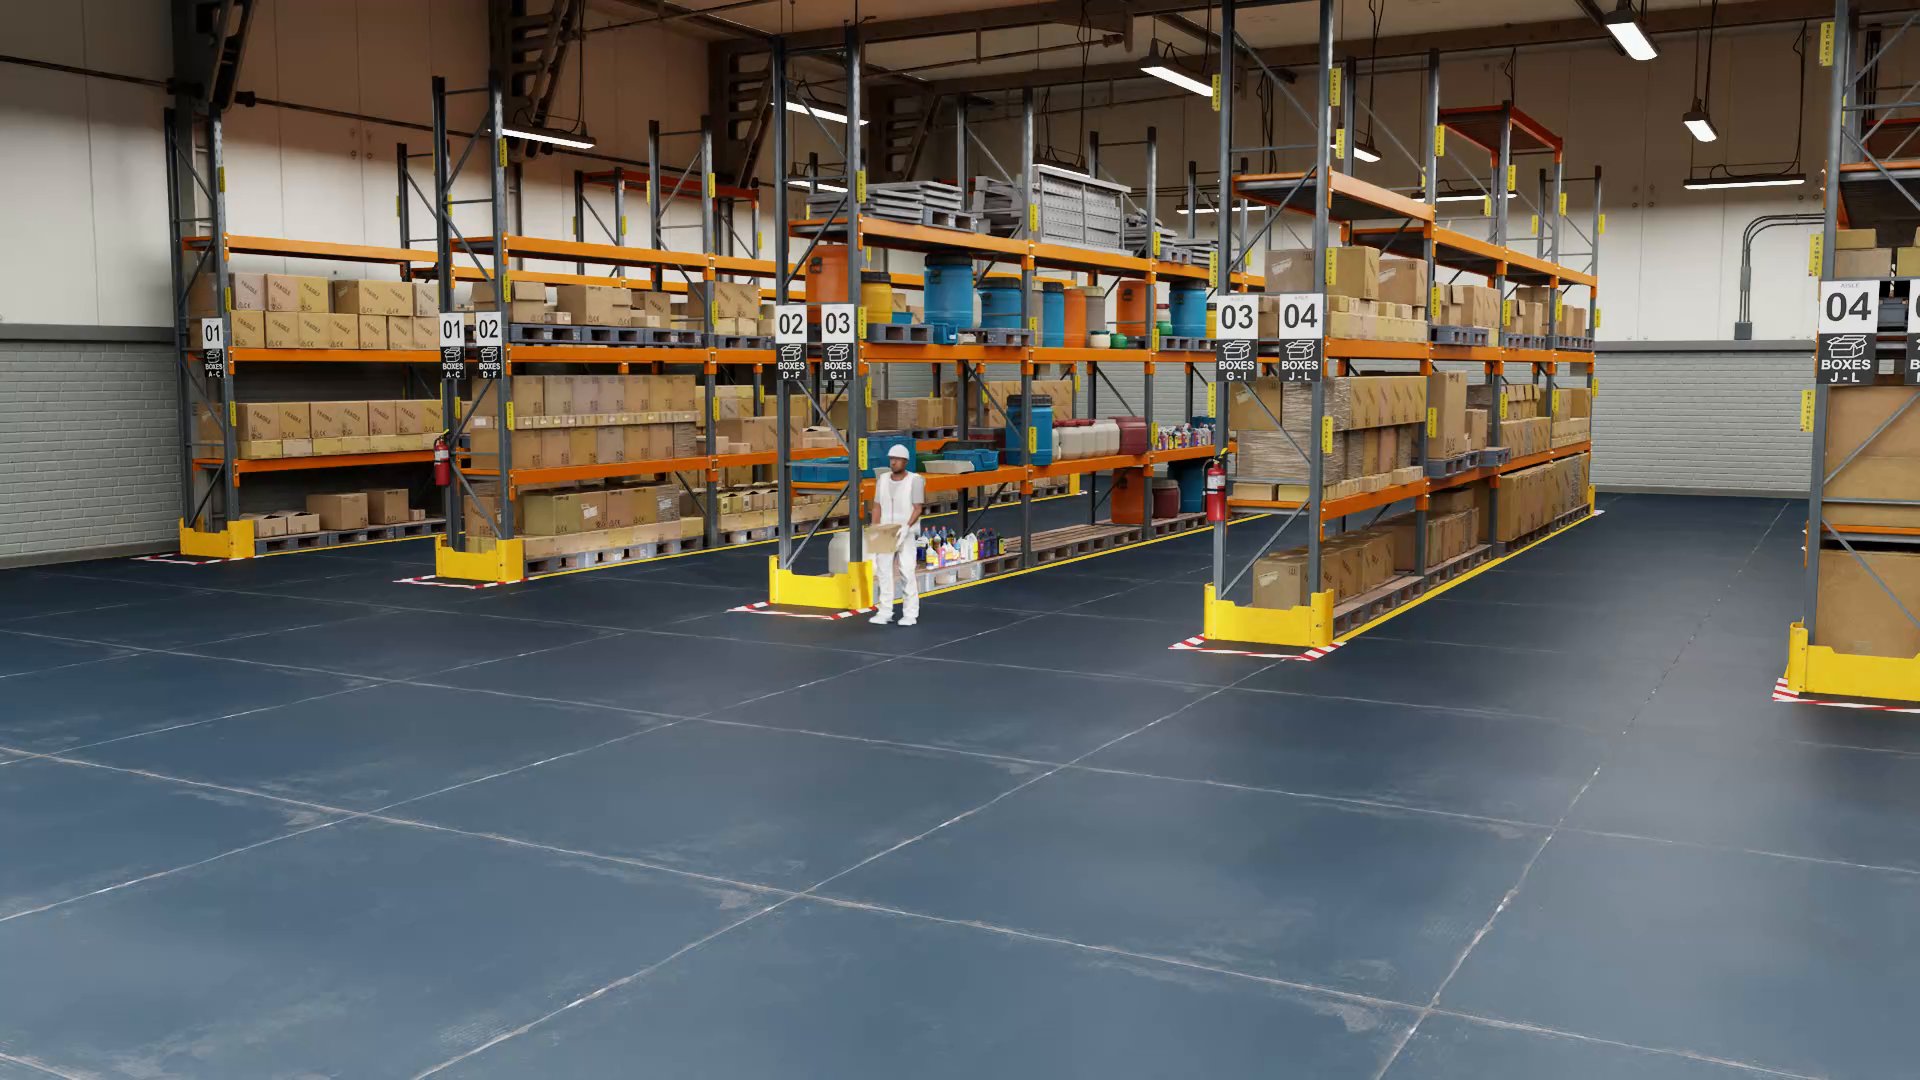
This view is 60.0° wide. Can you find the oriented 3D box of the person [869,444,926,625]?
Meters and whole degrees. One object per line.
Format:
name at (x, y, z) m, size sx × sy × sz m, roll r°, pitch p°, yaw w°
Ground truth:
person at (-0.635, -0.051, 16.456) m, size 0.549 × 1.788 × 0.496 m, roll 3°, pitch 7°, yaw 28°
